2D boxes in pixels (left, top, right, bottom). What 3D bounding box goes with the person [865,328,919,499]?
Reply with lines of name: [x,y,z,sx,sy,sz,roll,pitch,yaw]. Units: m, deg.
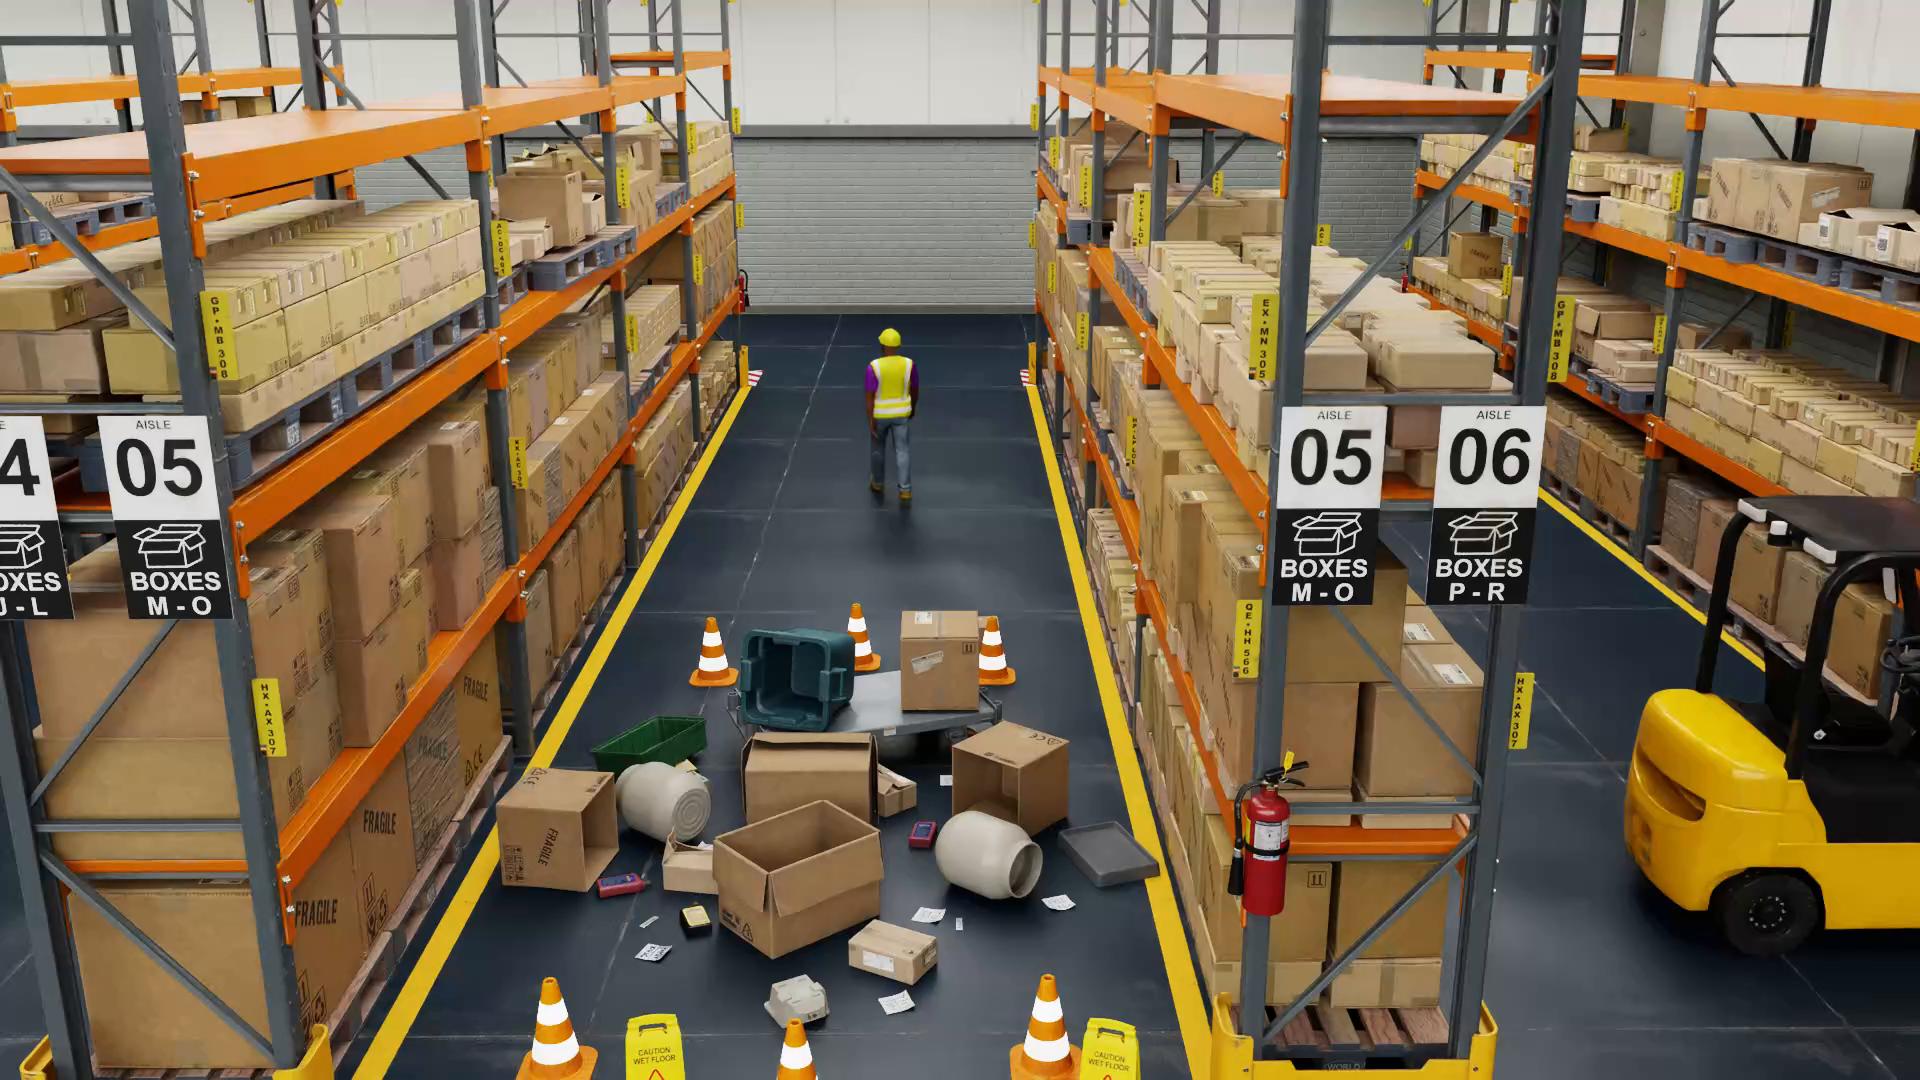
person: [-0.691,-1.277,16.689,0.569,1.725,1.021,-3,17,-11]
